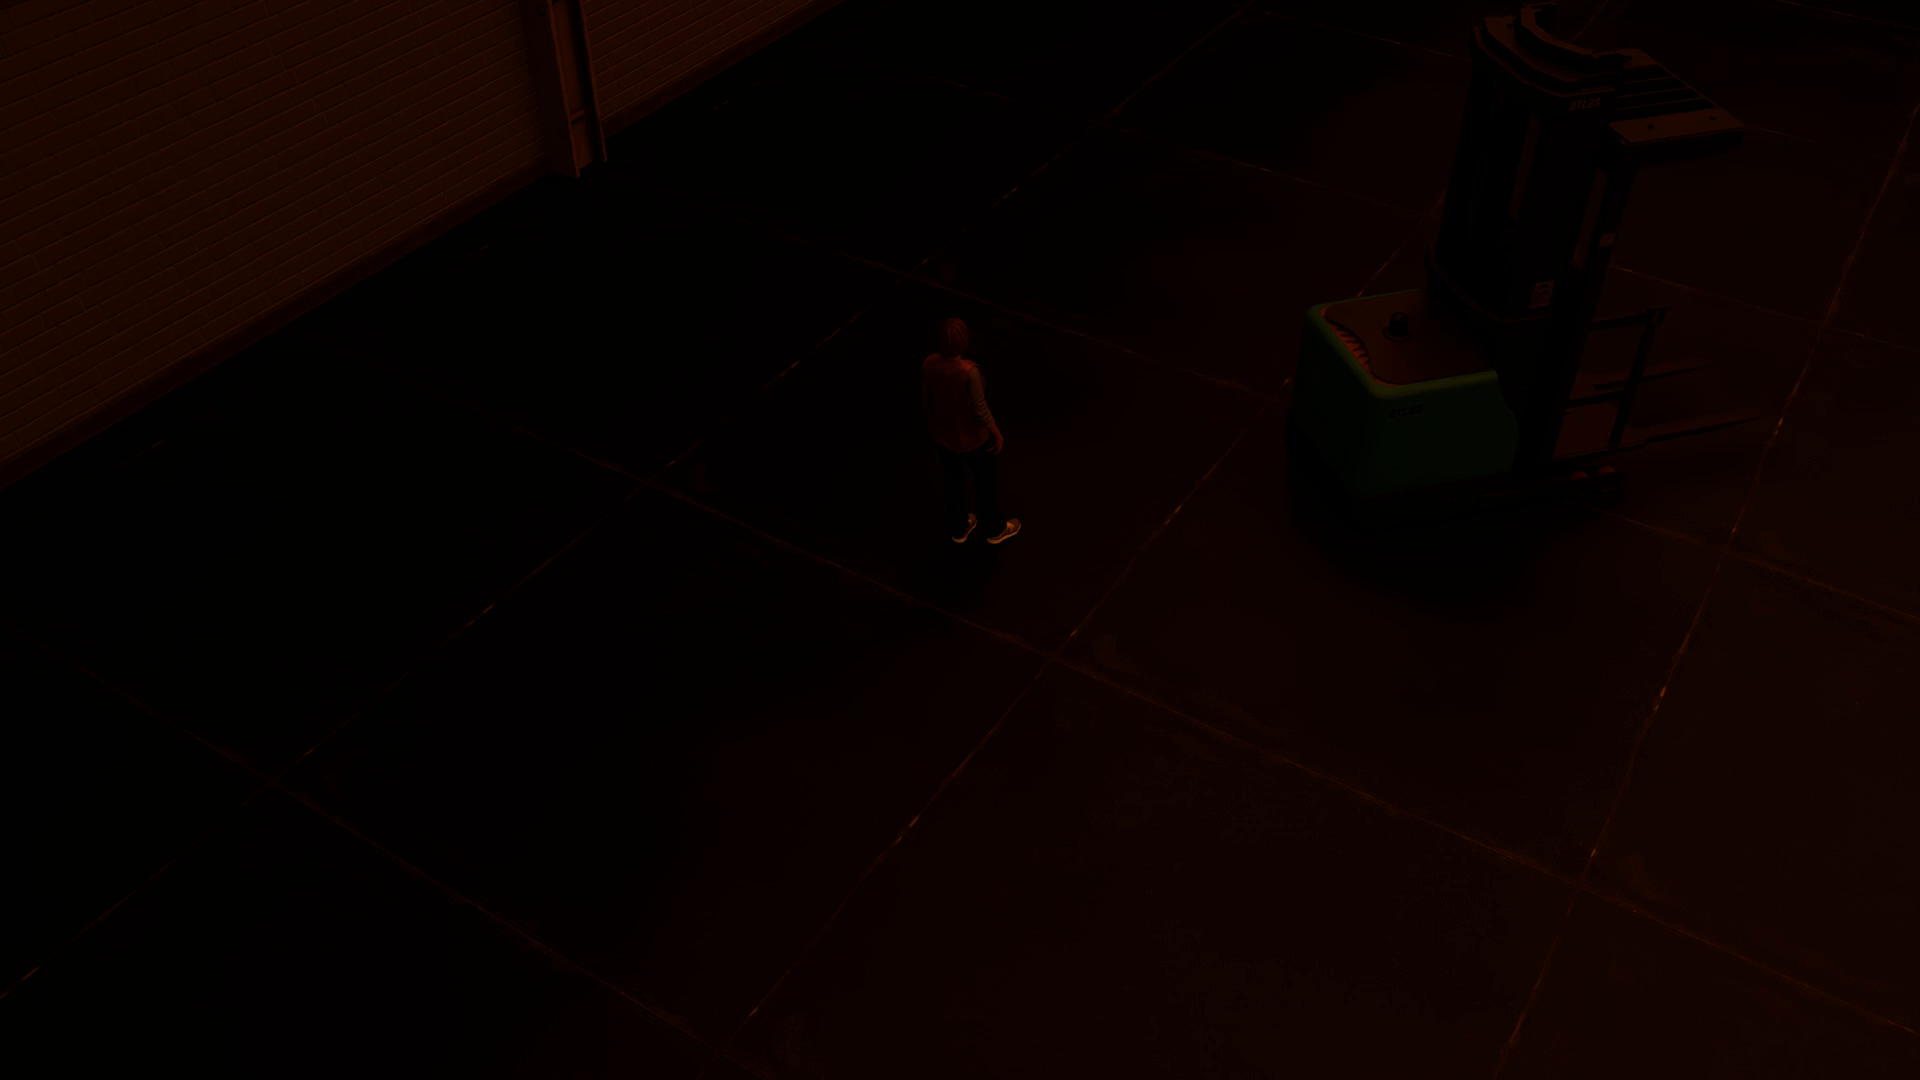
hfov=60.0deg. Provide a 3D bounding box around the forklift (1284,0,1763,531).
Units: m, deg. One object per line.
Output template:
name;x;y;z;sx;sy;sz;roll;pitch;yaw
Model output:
forklift;3.698;-1.709;9.984;3.031;2.935;1.130;-10;41;-12

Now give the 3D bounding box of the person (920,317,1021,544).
person;0.052;-0.650;9.754;0.520;1.597;0.476;22;45;24
